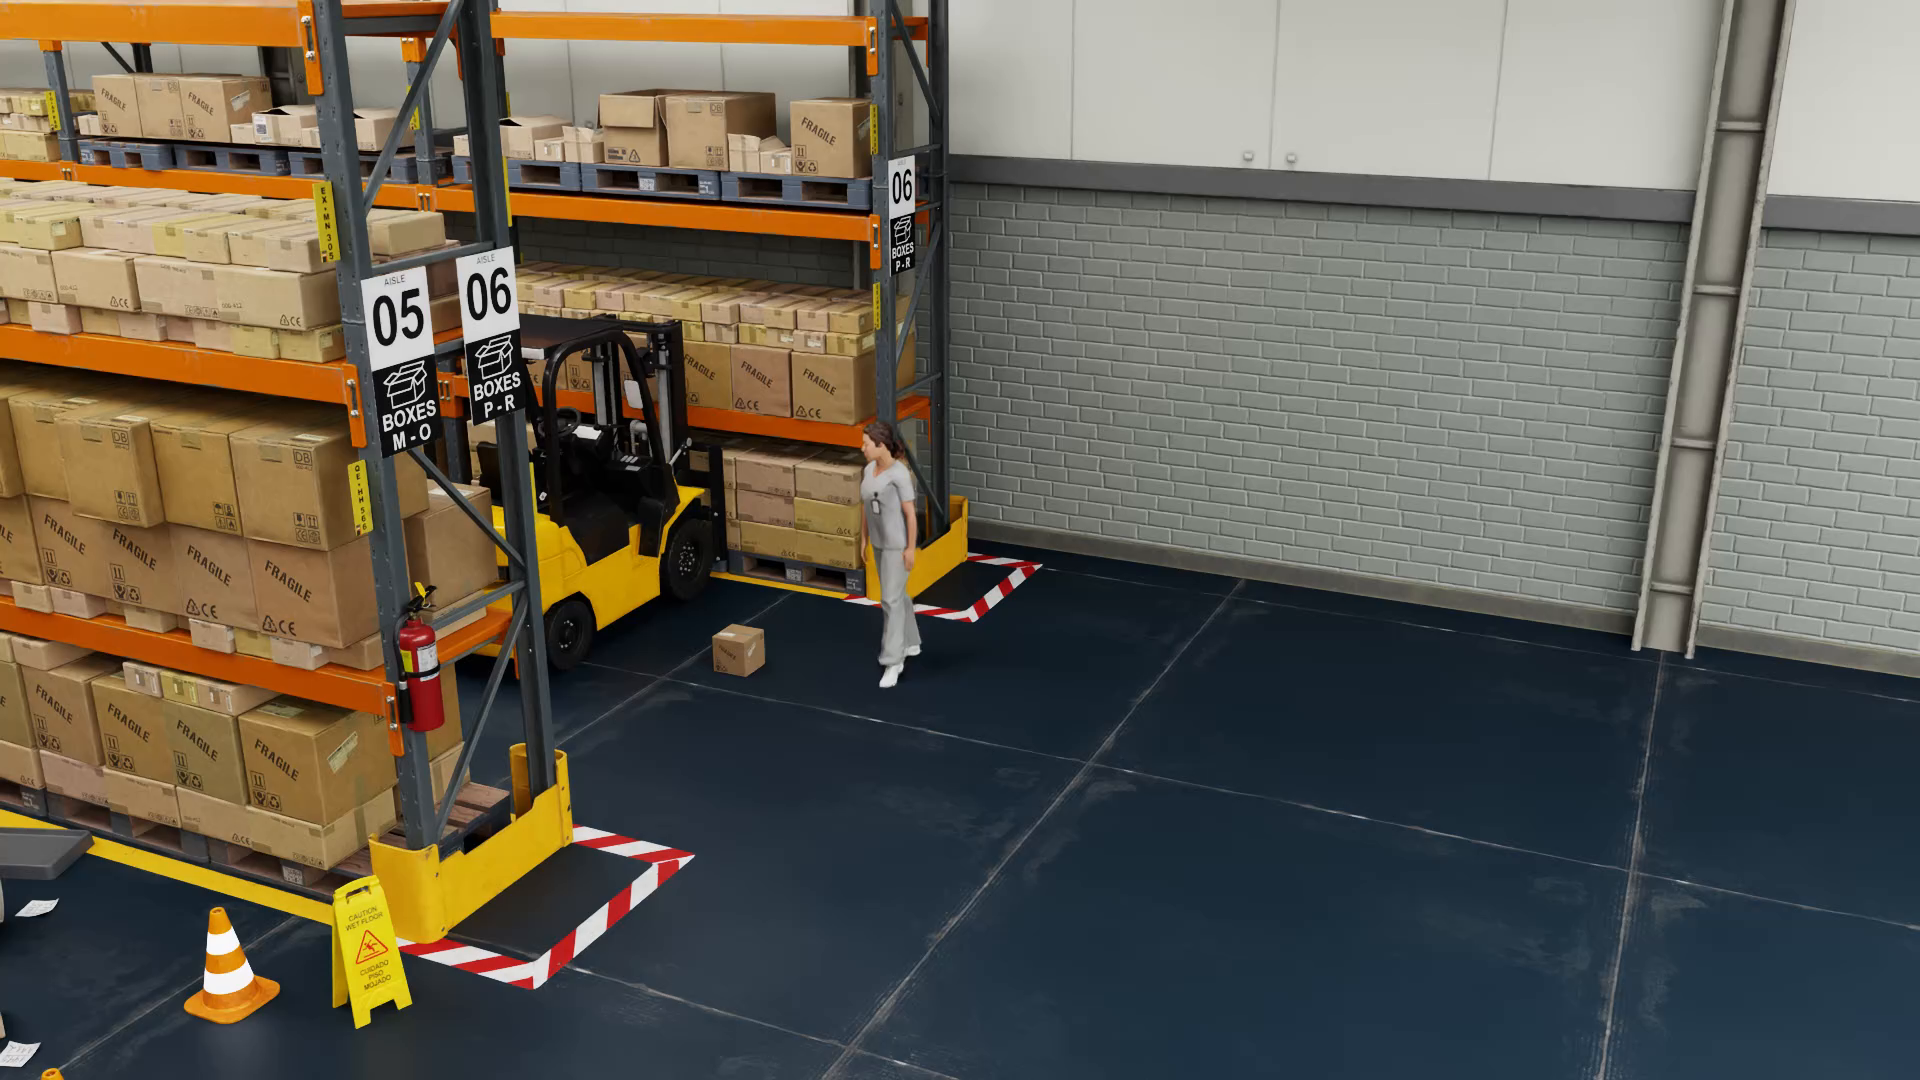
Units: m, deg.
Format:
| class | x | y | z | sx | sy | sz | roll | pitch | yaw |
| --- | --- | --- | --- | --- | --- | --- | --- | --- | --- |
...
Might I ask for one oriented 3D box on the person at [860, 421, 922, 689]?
| class | x | y | z | sx | sy | sz | roll | pitch | yaw |
| --- | --- | --- | --- | --- | --- | --- | --- | --- | --- |
| person | -0.453 | 0.062 | 10.900 | 0.530 | 1.699 | 0.557 | -14 | 23 | -35 |
